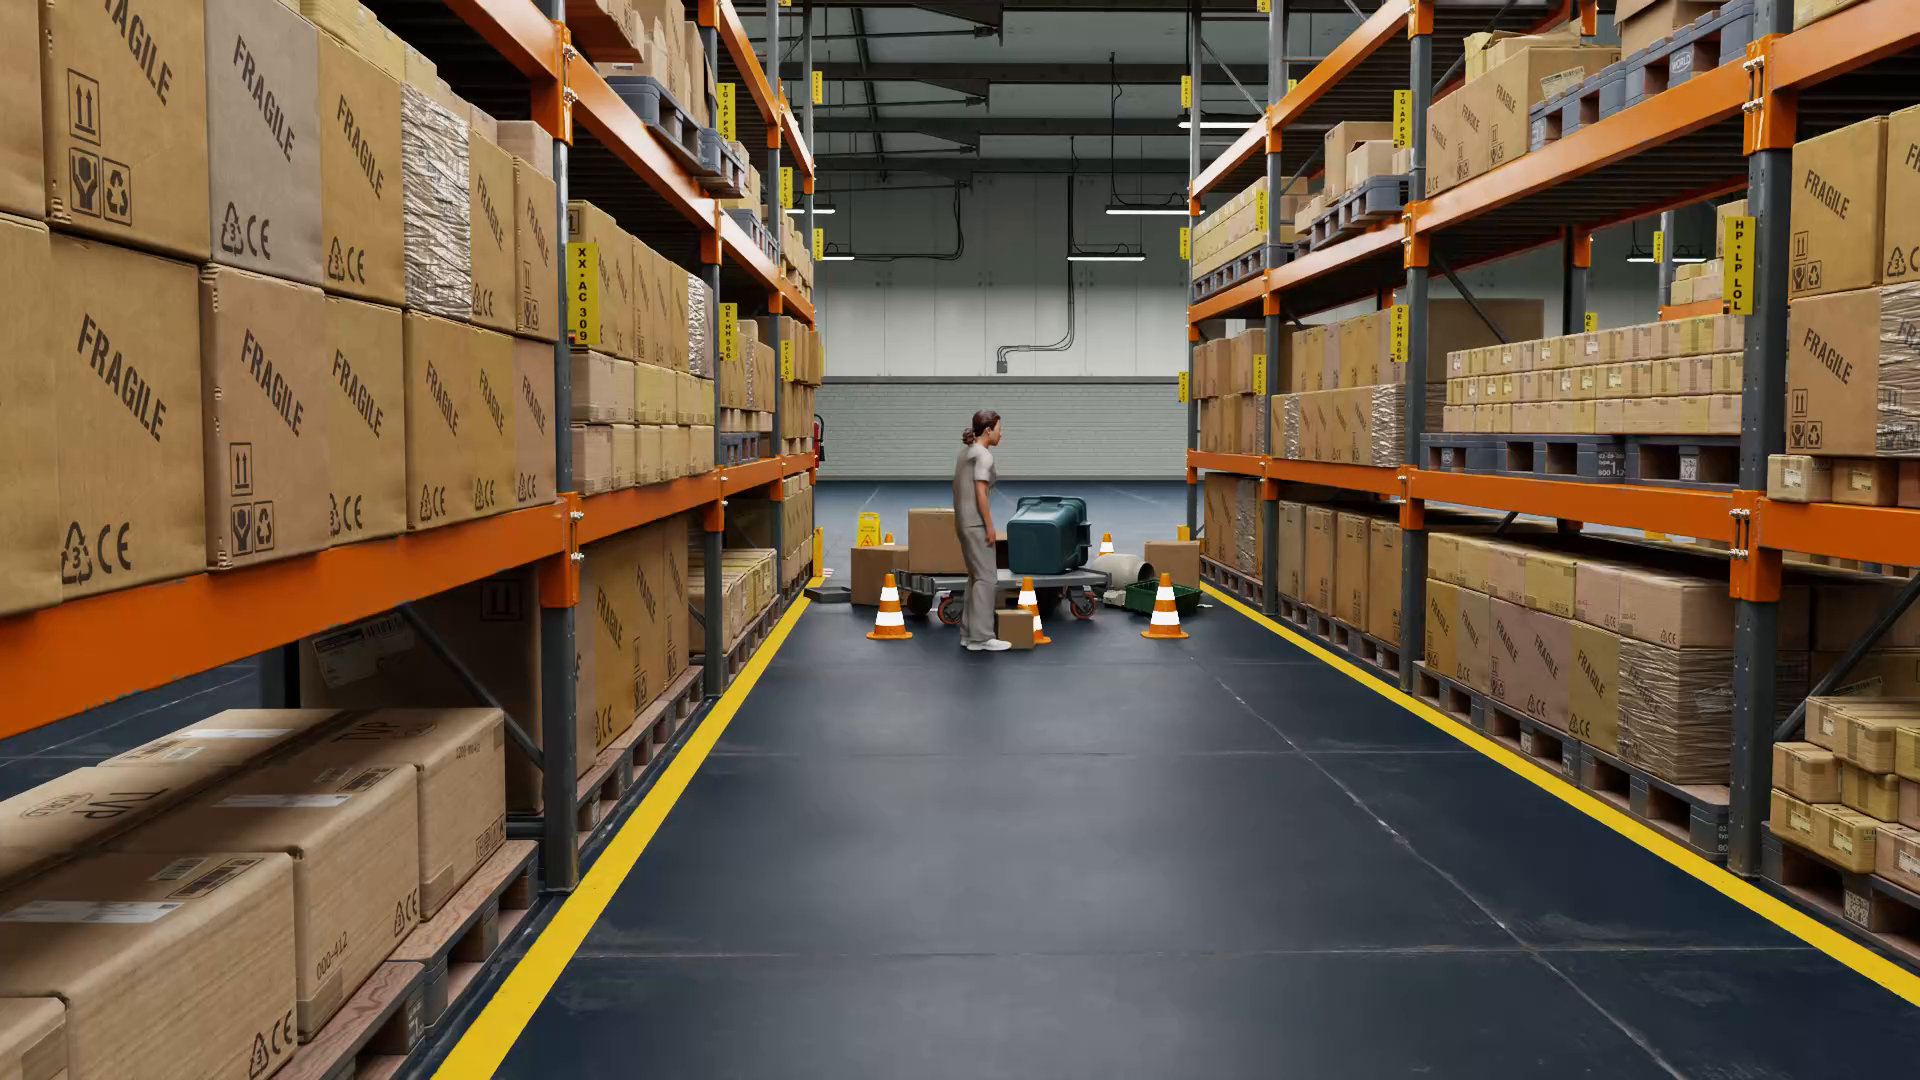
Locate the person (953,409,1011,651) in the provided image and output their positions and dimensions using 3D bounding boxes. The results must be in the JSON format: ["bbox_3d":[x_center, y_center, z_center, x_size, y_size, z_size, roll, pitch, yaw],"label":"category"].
[{"bbox_3d":[0.143,-0.078,11.638,0.366,1.671,0.503,-1,4,-14],"label":"person"}]
